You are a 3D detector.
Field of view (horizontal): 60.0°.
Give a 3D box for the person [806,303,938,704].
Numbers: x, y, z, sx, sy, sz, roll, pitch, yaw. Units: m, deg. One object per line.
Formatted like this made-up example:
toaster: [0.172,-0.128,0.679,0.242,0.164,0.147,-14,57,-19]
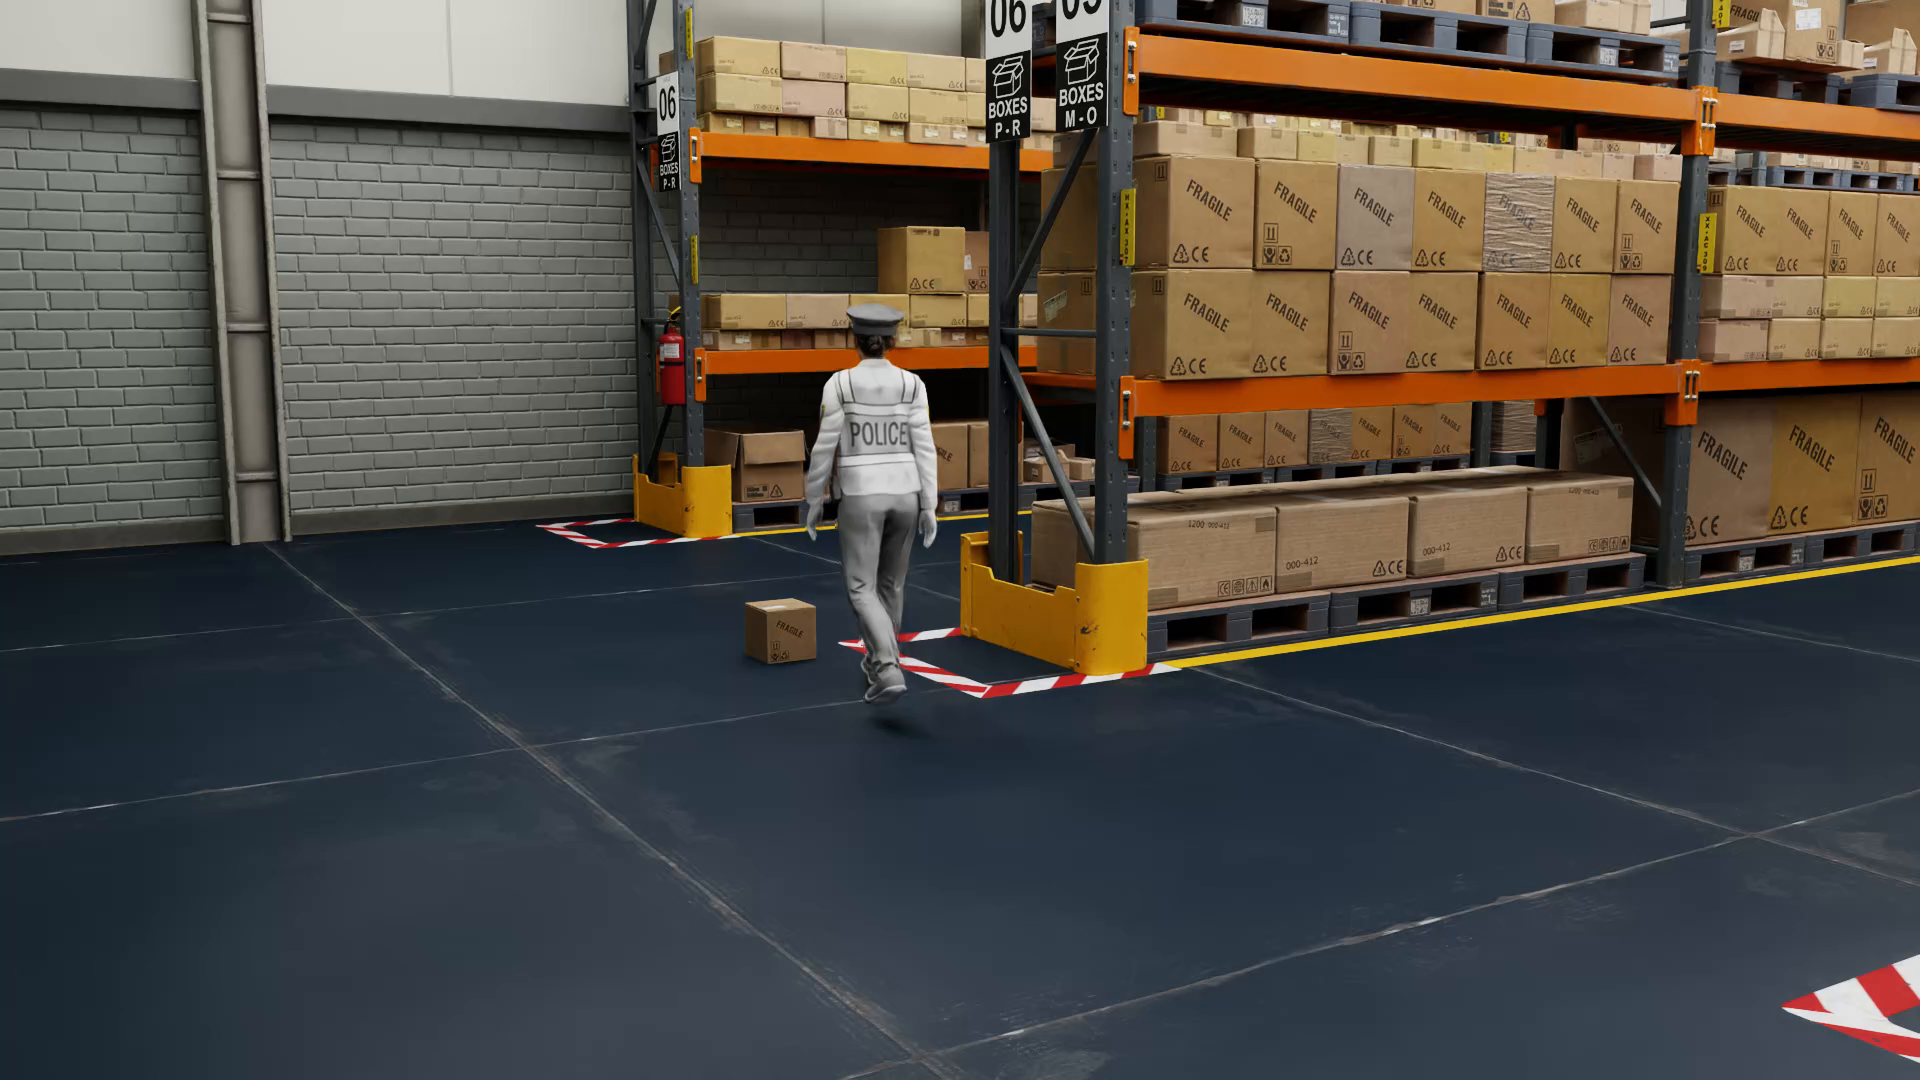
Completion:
person: [-0.353,-0.142,6.804,0.508,1.640,0.954,-3,9,-20]
